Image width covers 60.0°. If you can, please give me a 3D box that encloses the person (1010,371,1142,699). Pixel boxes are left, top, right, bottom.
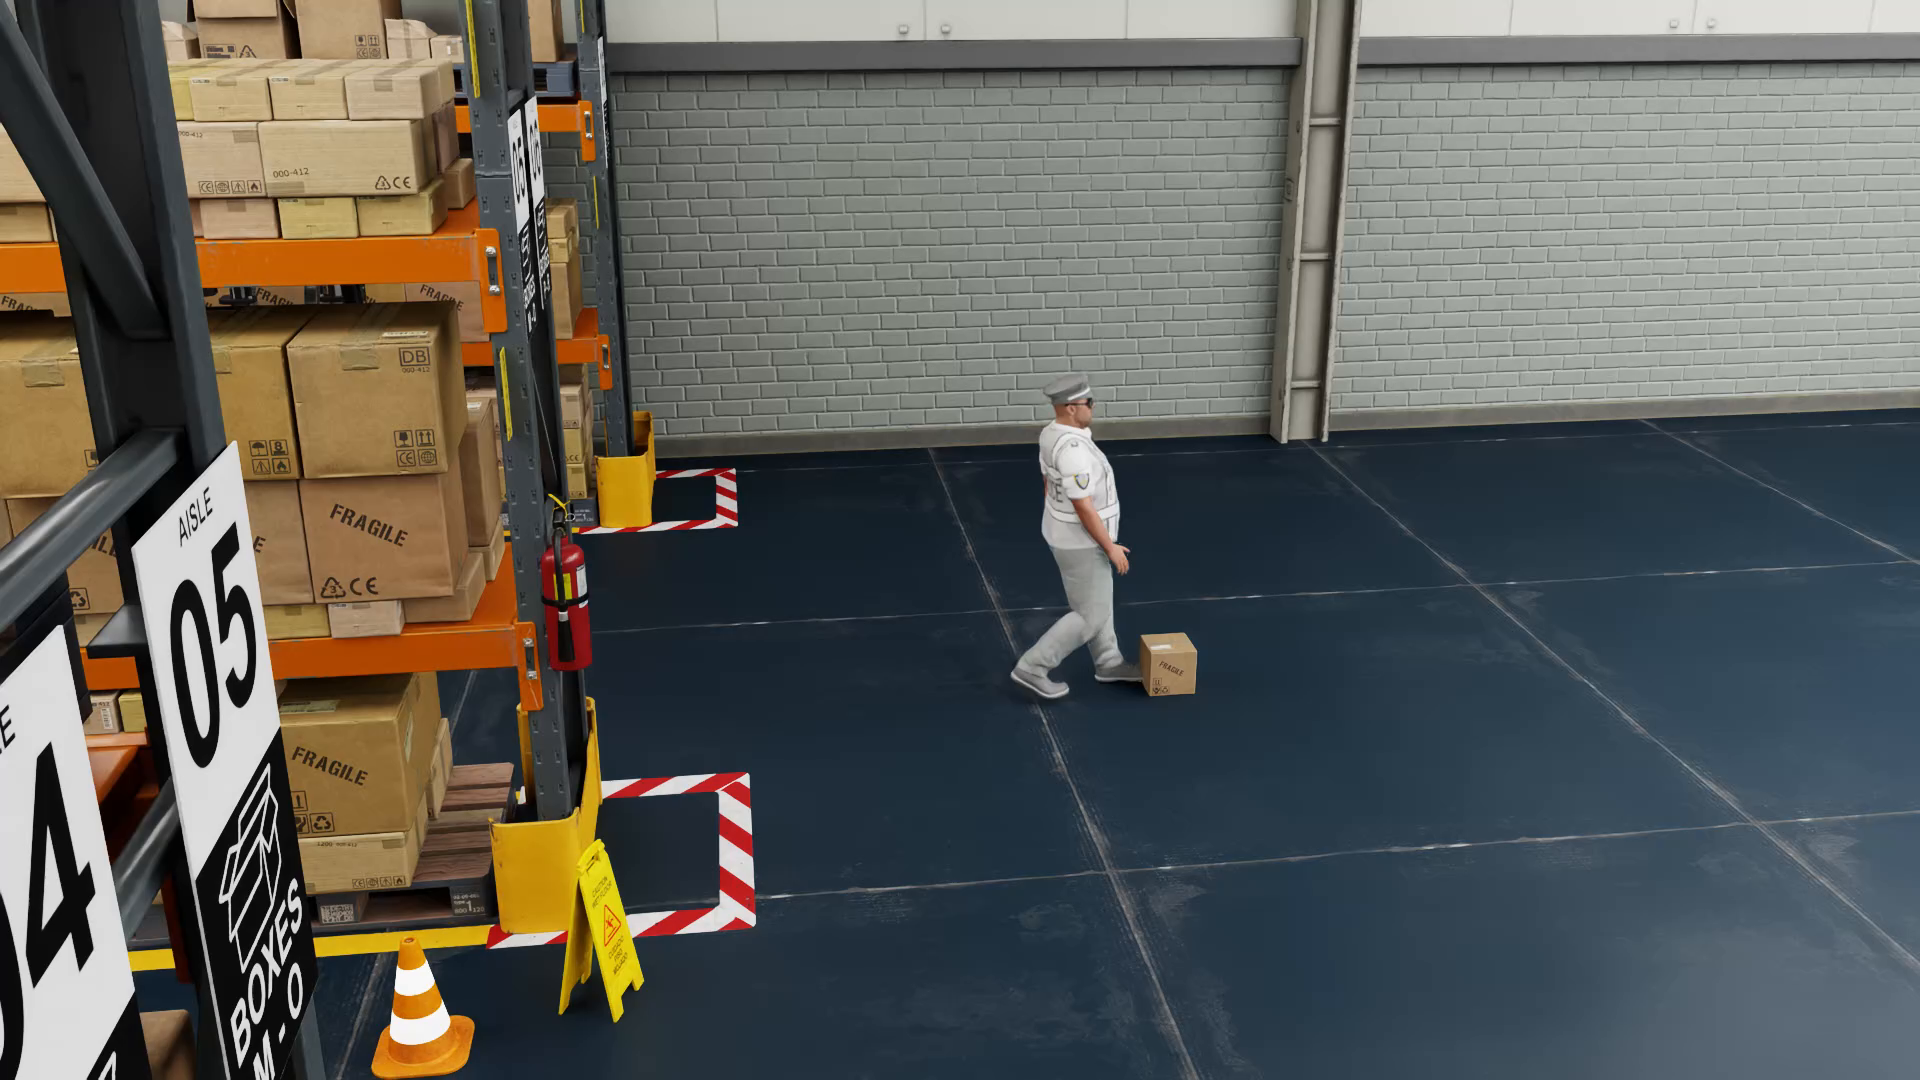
[{"bbox_3d":[0.656,-0.024,8.611,0.835,1.743,0.569,-3,20,-8],"label":"person"}]
